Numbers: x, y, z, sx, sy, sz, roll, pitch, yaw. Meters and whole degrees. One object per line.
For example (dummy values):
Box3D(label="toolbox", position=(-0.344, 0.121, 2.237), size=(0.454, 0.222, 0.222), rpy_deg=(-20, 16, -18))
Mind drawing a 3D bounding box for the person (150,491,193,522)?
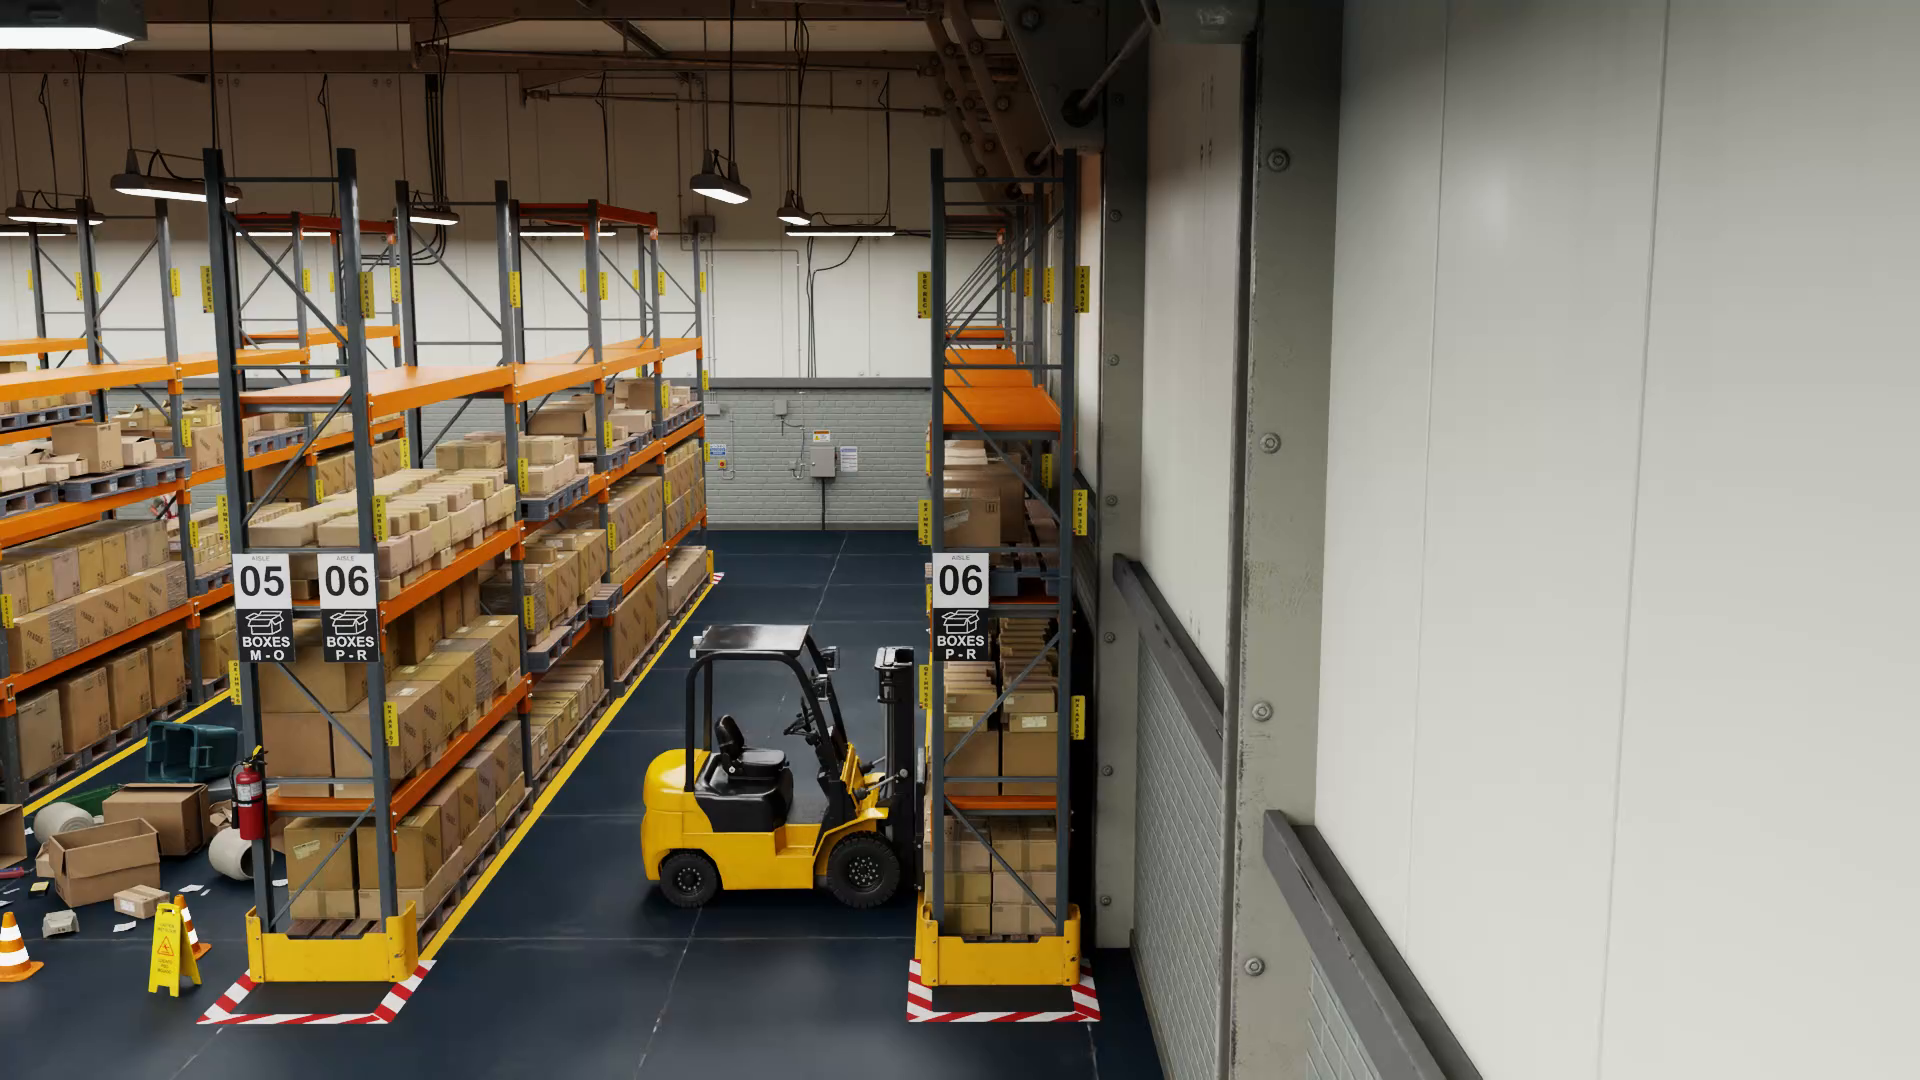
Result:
Box3D(label="person", position=(-13.600, -0.282, 28.793), size=(0.917, 1.735, 0.680), rpy_deg=(8, 12, 40))
